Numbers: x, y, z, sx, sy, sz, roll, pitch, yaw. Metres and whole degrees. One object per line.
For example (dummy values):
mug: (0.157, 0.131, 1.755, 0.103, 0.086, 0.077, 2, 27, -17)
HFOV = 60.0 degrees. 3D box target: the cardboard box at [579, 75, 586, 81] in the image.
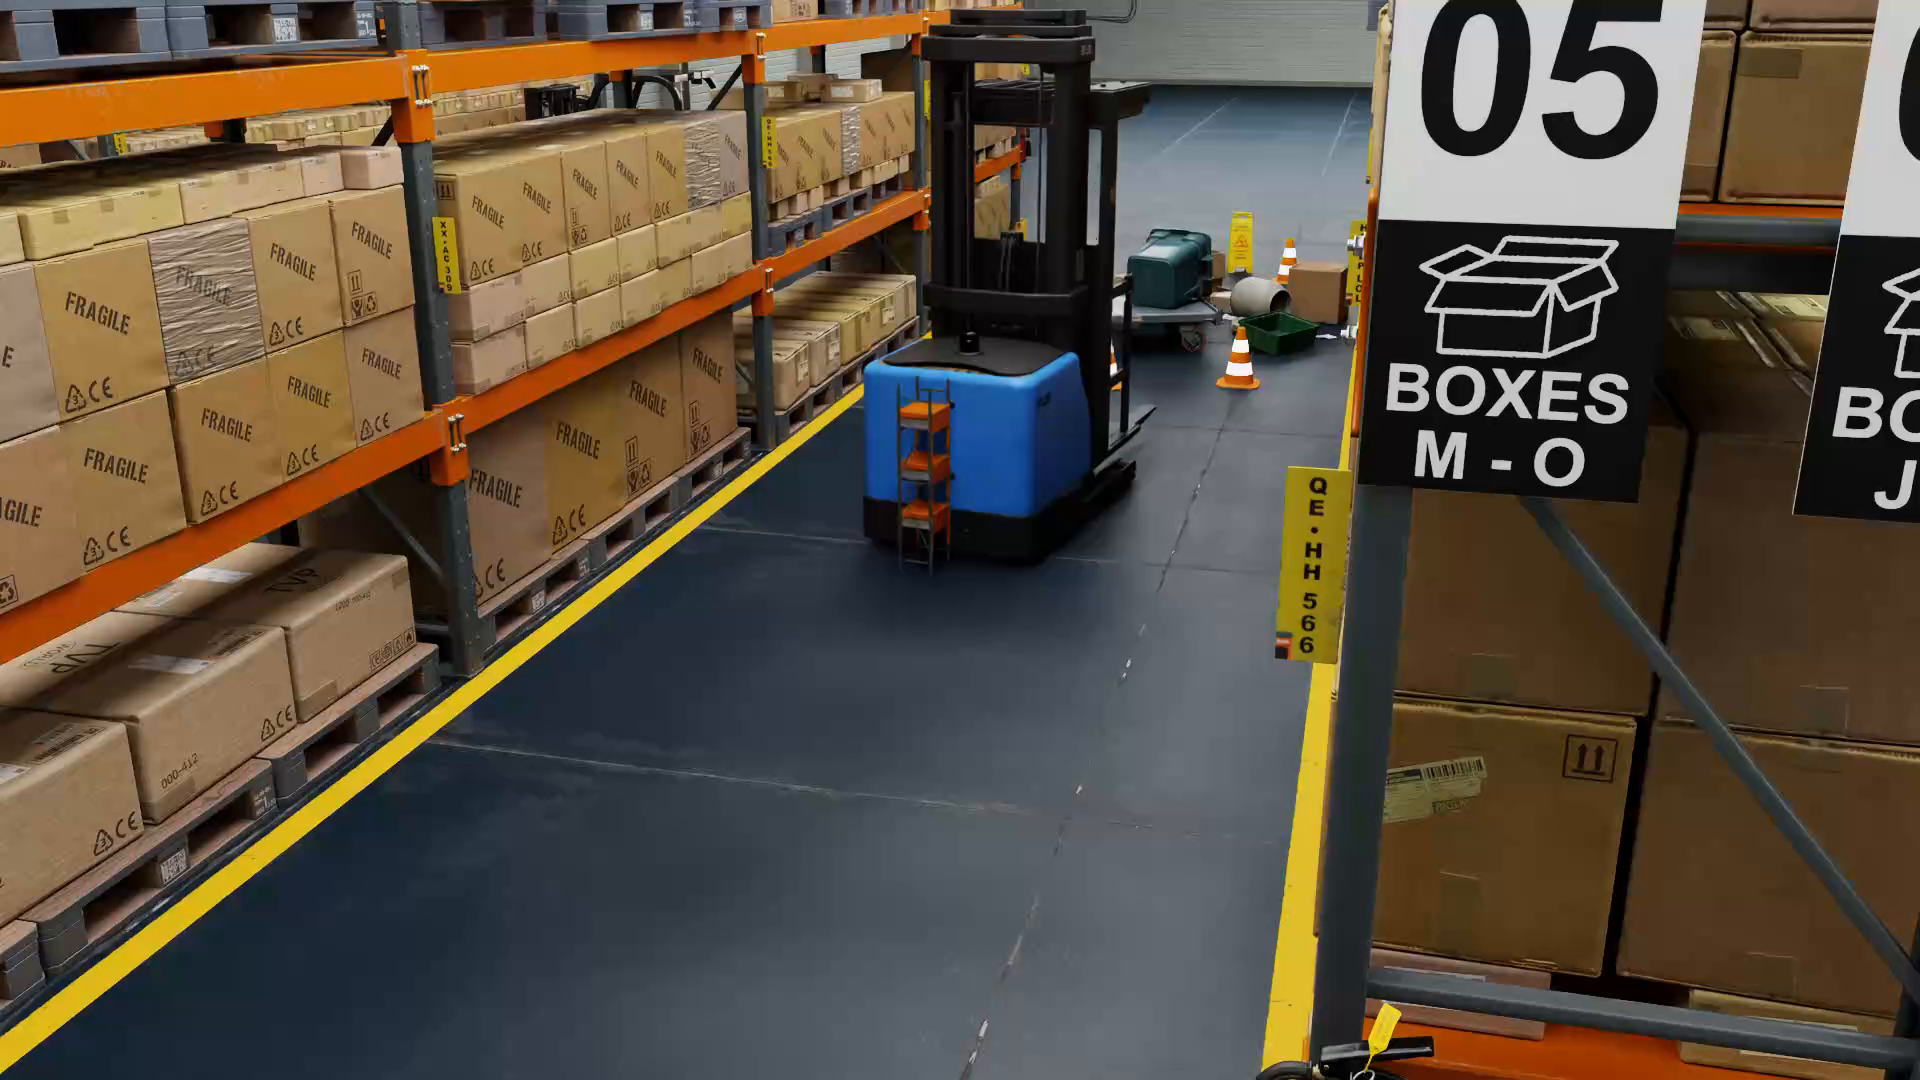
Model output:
cardboard box: (-4.519, -5.341, 19.064, 0.380, 0.149, 0.250, 5, 19, 14)

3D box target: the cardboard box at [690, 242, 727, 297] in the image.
cardboard box: (-1.758, -1.665, 10.153, 0.500, 0.250, 0.500, 5, 19, 14)

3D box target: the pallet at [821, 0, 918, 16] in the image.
pallet: (-1.053, -4.475, 13.800, 1.213, 0.211, 1.003, 5, 19, 13)

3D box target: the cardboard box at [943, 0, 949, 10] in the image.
cardboard box: (-0.314, -4.948, 15.282, 0.380, 0.149, 0.250, 5, 20, 15)

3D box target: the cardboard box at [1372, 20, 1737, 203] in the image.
cardboard box: (0.948, -0.721, 2.751, 0.500, 0.250, 0.500, 4, 19, 12)

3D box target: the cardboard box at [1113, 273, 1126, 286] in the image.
cardboard box: (1.817, -2.664, 17.258, 0.380, 0.149, 0.250, 17, 25, 41)

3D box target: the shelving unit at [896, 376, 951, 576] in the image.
shelving unit: (-0.196, -0.347, 9.080, 0.215, 1.050, 0.252, 8, 20, 22)

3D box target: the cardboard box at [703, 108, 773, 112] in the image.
cardboard box: (-1.697, -2.949, 12.415, 0.500, 0.500, 0.500, 3, 19, 10)

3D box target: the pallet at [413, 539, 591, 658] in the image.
pallet: (-2.638, 0.249, 8.631, 1.003, 0.211, 1.213, 5, 19, 13)

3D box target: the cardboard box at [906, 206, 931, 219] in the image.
cardboard box: (-0.305, -3.087, 15.526, 0.380, 0.149, 0.250, 5, 19, 14)

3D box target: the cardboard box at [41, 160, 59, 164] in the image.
cardboard box: (-6.750, -2.795, 12.689, 0.500, 0.250, 0.500, 5, 20, 15)

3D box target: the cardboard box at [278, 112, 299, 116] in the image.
cardboard box: (-6.128, -3.742, 14.844, 0.380, 0.149, 0.250, 4, 19, 13)

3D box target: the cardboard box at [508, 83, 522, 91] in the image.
cardboard box: (-4.888, -4.859, 17.655, 0.380, 0.149, 0.250, 5, 19, 14)

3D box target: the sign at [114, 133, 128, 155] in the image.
sign: (-6.062, -2.938, 11.979, 0.100, 0.325, 0.005, 5, 19, 13)

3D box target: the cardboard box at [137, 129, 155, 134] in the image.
cardboard box: (-6.637, -3.189, 13.225, 0.380, 0.149, 0.250, 4, 19, 12)

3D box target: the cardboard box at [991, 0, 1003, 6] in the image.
cardboard box: (0.235, -5.589, 17.158, 0.380, 0.149, 0.250, 5, 20, 15)

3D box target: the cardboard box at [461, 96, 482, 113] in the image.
cardboard box: (-5.050, -4.391, 16.744, 0.380, 0.149, 0.250, 5, 20, 15)

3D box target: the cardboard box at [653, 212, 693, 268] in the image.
cardboard box: (-1.876, -1.747, 9.620, 0.500, 0.250, 0.500, 4, 19, 12)

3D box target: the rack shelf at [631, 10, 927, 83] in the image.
rack shelf: (-1.288, -3.782, 12.592, 1.077, 0.370, 4.000, 5, 19, 13)

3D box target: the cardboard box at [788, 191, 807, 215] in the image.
cardboard box: (-1.304, -2.411, 11.846, 0.380, 0.149, 0.250, 3, 19, 10)

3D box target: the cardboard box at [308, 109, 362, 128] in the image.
cardboard box: (-5.638, -3.796, 15.001, 0.380, 0.149, 0.250, 5, 19, 13)

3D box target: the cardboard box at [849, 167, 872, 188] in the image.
cardboard box: (-0.921, -2.908, 13.300, 0.380, 0.149, 0.250, 5, 19, 13)

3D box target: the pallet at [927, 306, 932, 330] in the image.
pallet: (-0.669, -2.224, 15.871, 1.003, 0.211, 1.213, 5, 19, 13)

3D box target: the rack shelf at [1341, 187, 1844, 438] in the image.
rack shelf: (1.582, -0.915, 4.199, 1.077, 0.370, 4.000, 5, 19, 13)

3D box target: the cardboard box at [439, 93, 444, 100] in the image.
cardboard box: (-5.289, -4.383, 16.260, 0.380, 0.149, 0.250, 5, 19, 14)

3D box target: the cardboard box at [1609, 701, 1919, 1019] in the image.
cardboard box: (1.471, 0.484, 3.016, 0.500, 0.500, 0.500, 6, 20, 16)

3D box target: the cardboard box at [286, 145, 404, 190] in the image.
cardboard box: (-2.520, -1.528, 6.816, 0.380, 0.149, 0.250, 4, 19, 12)

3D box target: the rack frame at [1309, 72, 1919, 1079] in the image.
rack frame: (1.094, 0.790, 2.733, 1.000, 3.000, 0.127, 5, 19, 13)

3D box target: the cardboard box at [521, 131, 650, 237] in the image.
cardboard box: (-2.025, -1.939, 9.023, 0.500, 0.500, 0.500, 4, 19, 12)

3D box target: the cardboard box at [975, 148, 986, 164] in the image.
cardboard box: (0.049, -3.924, 16.925, 0.380, 0.149, 0.250, 4, 19, 13)

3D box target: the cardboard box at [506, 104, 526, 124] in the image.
cardboard box: (-4.875, -4.366, 17.674, 0.500, 0.500, 0.500, 5, 19, 14)

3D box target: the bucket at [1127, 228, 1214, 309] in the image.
bucket: (1.823, -2.366, 14.686, 0.726, 0.611, 0.620, 12, 32, 32)

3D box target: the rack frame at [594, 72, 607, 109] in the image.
rack frame: (-4.636, -4.975, 19.611, 1.000, 3.000, 0.127, 5, 19, 13)

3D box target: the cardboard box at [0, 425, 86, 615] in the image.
cardboard box: (-3.097, -0.063, 5.075, 0.500, 0.500, 0.500, 5, 19, 13)

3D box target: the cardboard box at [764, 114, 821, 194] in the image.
cardboard box: (-1.322, -2.750, 11.833, 0.500, 0.500, 0.500, 6, 20, 16)

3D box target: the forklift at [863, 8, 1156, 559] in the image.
forklift: (0.487, -1.721, 10.192, 1.130, 2.935, 3.031, 8, 20, 22)

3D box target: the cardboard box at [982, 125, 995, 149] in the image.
cardboard box: (0.060, -4.267, 16.924, 0.500, 0.500, 0.500, 5, 19, 13)

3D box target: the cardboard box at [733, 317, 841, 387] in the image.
cardboard box: (-1.456, -1.440, 12.677, 0.950, 0.372, 0.625, 4, 19, 12)

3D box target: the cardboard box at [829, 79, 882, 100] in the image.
cardboard box: (-0.849, -3.644, 13.448, 0.380, 0.149, 0.250, 4, 19, 12)

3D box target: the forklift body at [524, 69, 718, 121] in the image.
forklift body: (-3.330, -3.834, 17.586, 2.313, 2.155, 1.214, 5, 19, 13)

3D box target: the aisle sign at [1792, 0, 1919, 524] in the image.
aisle sign: (1.367, -0.393, 2.176, 0.394, 0.787, 0.004, 5, 19, 13)

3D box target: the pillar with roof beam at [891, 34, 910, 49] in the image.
pillar with roof beam: (2.892, -12.968, 33.733, 9.100, 9.000, 0.400, 5, 19, 13)

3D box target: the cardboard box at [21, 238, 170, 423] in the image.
cardboard box: (-2.979, -0.698, 5.389, 0.500, 0.500, 0.500, 5, 19, 14)

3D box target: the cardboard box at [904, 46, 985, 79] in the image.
cardboard box: (-0.147, -4.596, 16.341, 0.700, 0.500, 0.500, 5, 19, 13)

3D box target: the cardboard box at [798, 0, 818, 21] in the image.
cardboard box: (-1.432, -4.025, 12.030, 0.797, 0.503, 0.637, 5, 19, 13)

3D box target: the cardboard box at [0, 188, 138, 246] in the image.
cardboard box: (-2.940, -1.054, 5.429, 0.380, 0.149, 0.250, 5, 19, 13)

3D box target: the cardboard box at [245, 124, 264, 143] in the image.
cardboard box: (-5.922, -3.303, 13.560, 0.380, 0.149, 0.250, 5, 20, 15)

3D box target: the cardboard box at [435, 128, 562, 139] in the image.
cardboard box: (-2.514, -1.986, 9.161, 0.500, 0.500, 0.500, 5, 19, 14)

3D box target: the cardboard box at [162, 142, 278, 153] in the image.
cardboard box: (-3.083, -1.571, 6.943, 0.380, 0.149, 0.250, 4, 19, 13)

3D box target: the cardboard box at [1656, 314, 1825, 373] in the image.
cardboard box: (1.578, -0.149, 3.322, 0.500, 0.500, 0.500, 5, 20, 15)

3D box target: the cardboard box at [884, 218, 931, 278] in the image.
cardboard box: (-0.393, -2.746, 15.530, 0.500, 0.500, 0.500, 6, 20, 16)

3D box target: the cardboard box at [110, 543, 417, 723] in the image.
cardboard box: (-3.011, 0.380, 7.250, 0.875, 0.438, 0.875, 4, 19, 13)

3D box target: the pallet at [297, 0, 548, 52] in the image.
pallet: (-2.578, -2.443, 7.854, 0.805, 0.209, 1.217, 4, 19, 11)
